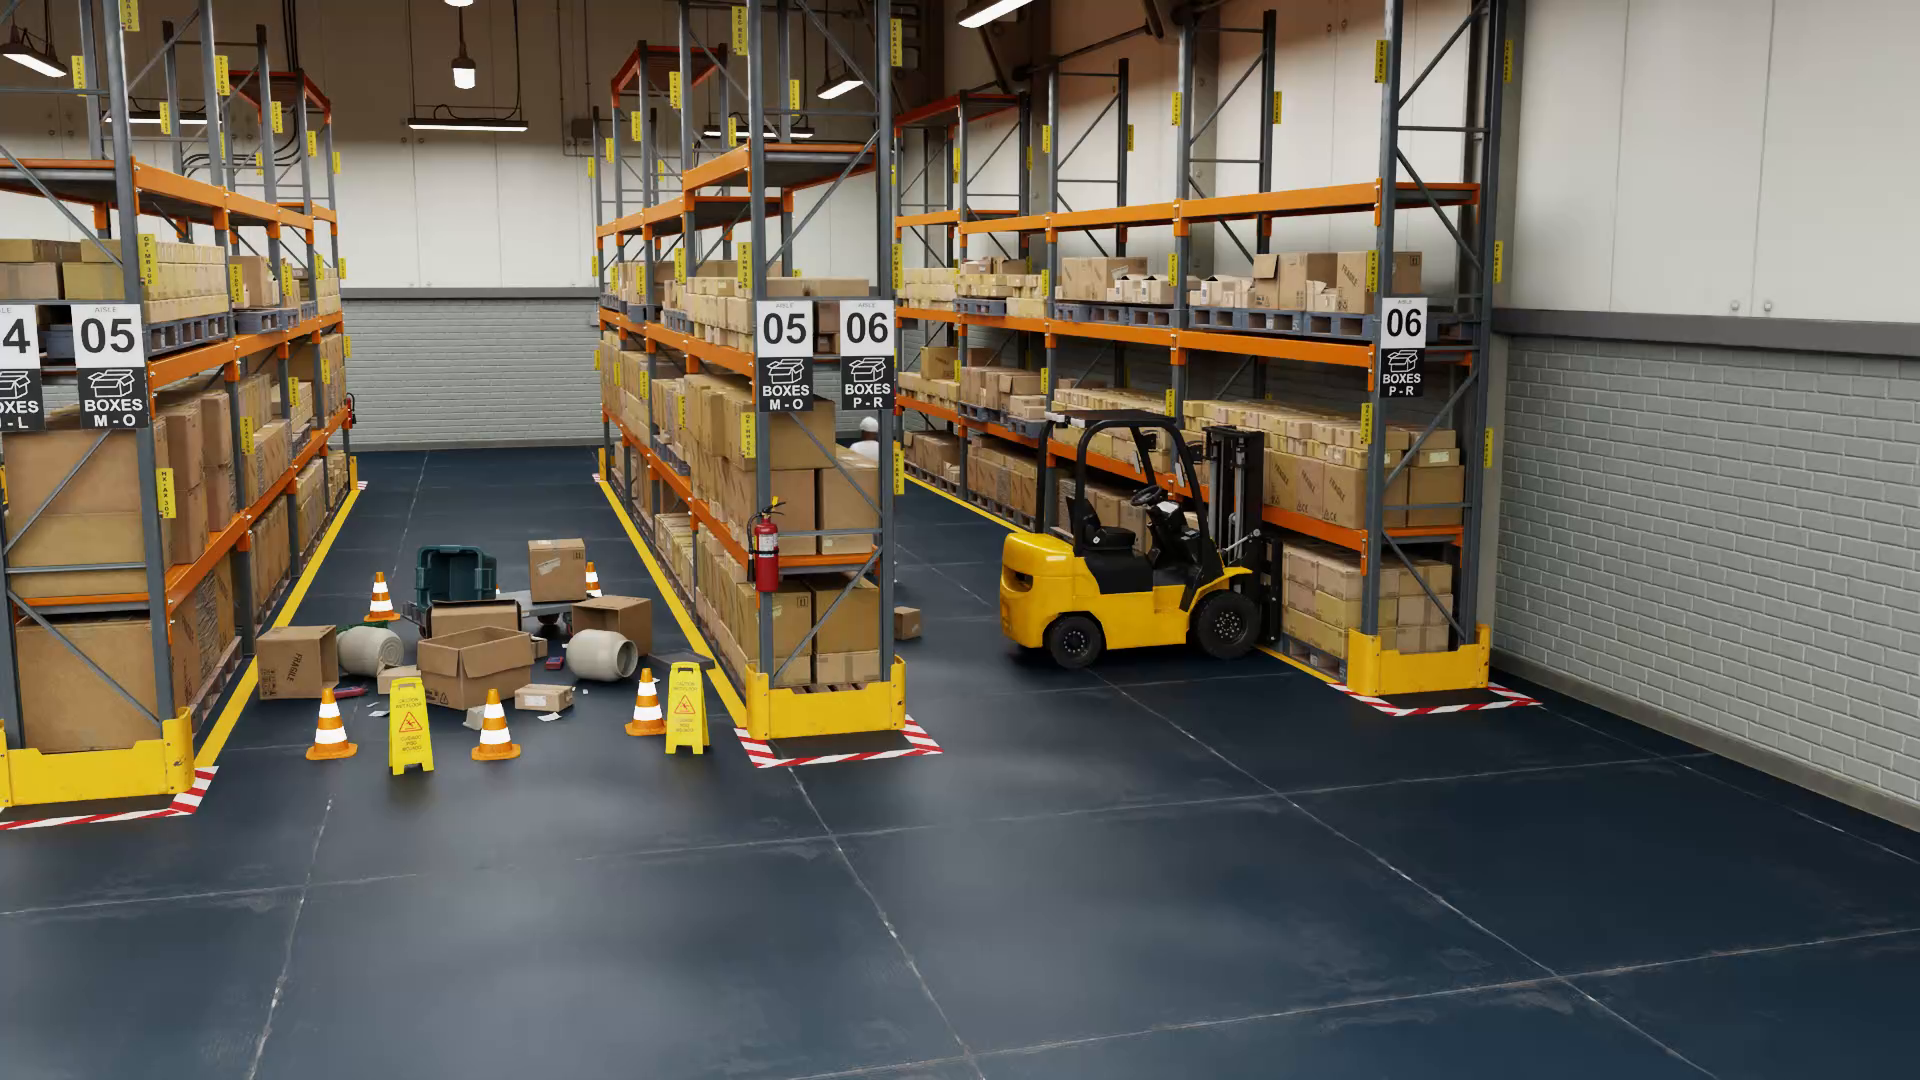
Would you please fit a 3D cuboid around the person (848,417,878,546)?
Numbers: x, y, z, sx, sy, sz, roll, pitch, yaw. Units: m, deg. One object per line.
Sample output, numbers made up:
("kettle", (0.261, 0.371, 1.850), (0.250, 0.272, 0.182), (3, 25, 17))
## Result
("person", (-1.080, -0.557, 19.242), (0.588, 1.735, 0.933), (-3, 10, -16))
